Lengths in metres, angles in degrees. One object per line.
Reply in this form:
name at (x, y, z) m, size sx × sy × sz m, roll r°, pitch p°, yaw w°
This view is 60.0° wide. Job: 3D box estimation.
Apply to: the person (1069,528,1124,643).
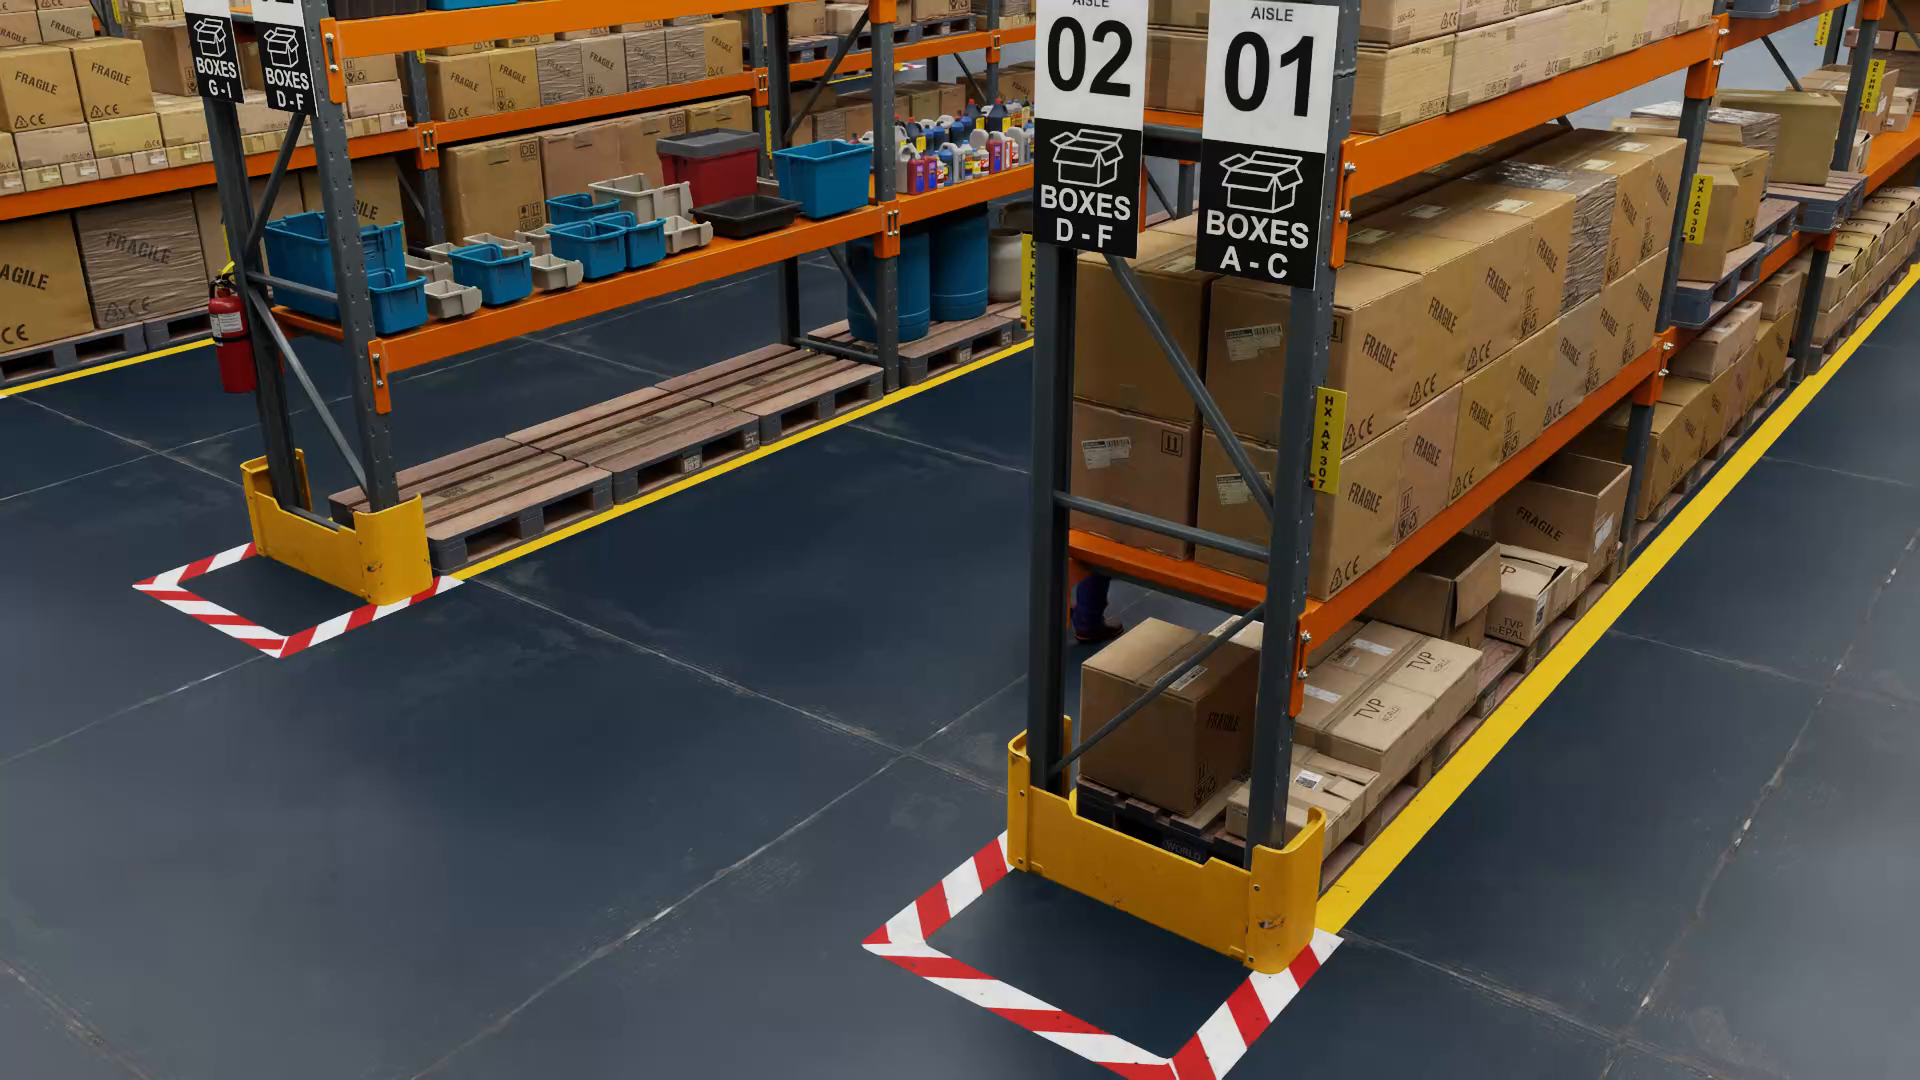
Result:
person at (0.627, -0.346, 7.920) m, size 0.529 × 1.647 × 0.435 m, roll -19°, pitch 30°, yaw -37°
